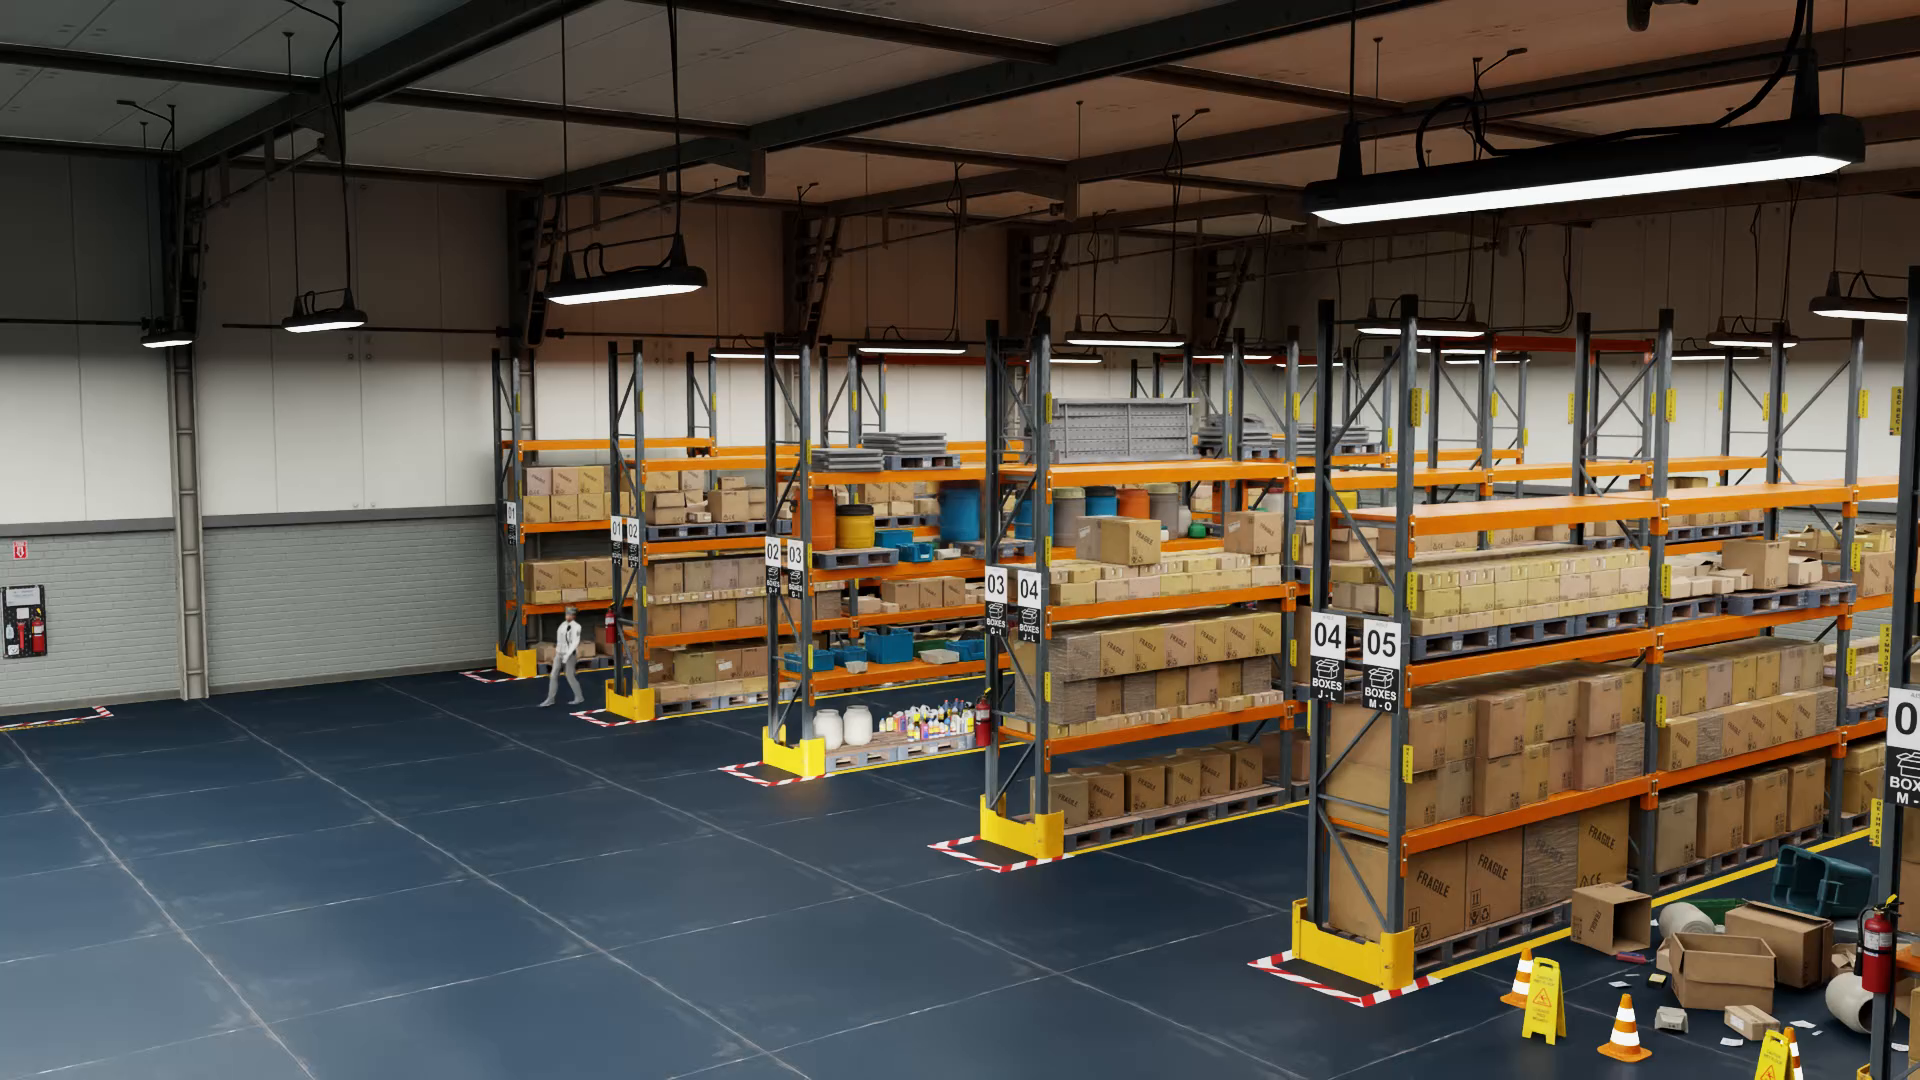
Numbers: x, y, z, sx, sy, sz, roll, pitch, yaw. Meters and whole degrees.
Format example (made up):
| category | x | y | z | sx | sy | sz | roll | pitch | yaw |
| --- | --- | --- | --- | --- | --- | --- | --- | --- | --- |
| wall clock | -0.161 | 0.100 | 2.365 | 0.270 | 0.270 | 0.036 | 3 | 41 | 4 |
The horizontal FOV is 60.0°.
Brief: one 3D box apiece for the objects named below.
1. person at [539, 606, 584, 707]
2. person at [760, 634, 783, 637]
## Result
| category | x | y | z | sx | sy | sz | roll | pitch | yaw |
| --- | --- | --- | --- | --- | --- | --- | --- | --- | --- |
| person | -6.602 | 1.940 | 27.563 | 0.515 | 1.673 | 0.740 | 3 | 6 | 34 |
| person | -3.570 | 1.515 | 31.982 | 0.572 | 1.637 | 1.004 | 4 | 6 | 37 |
